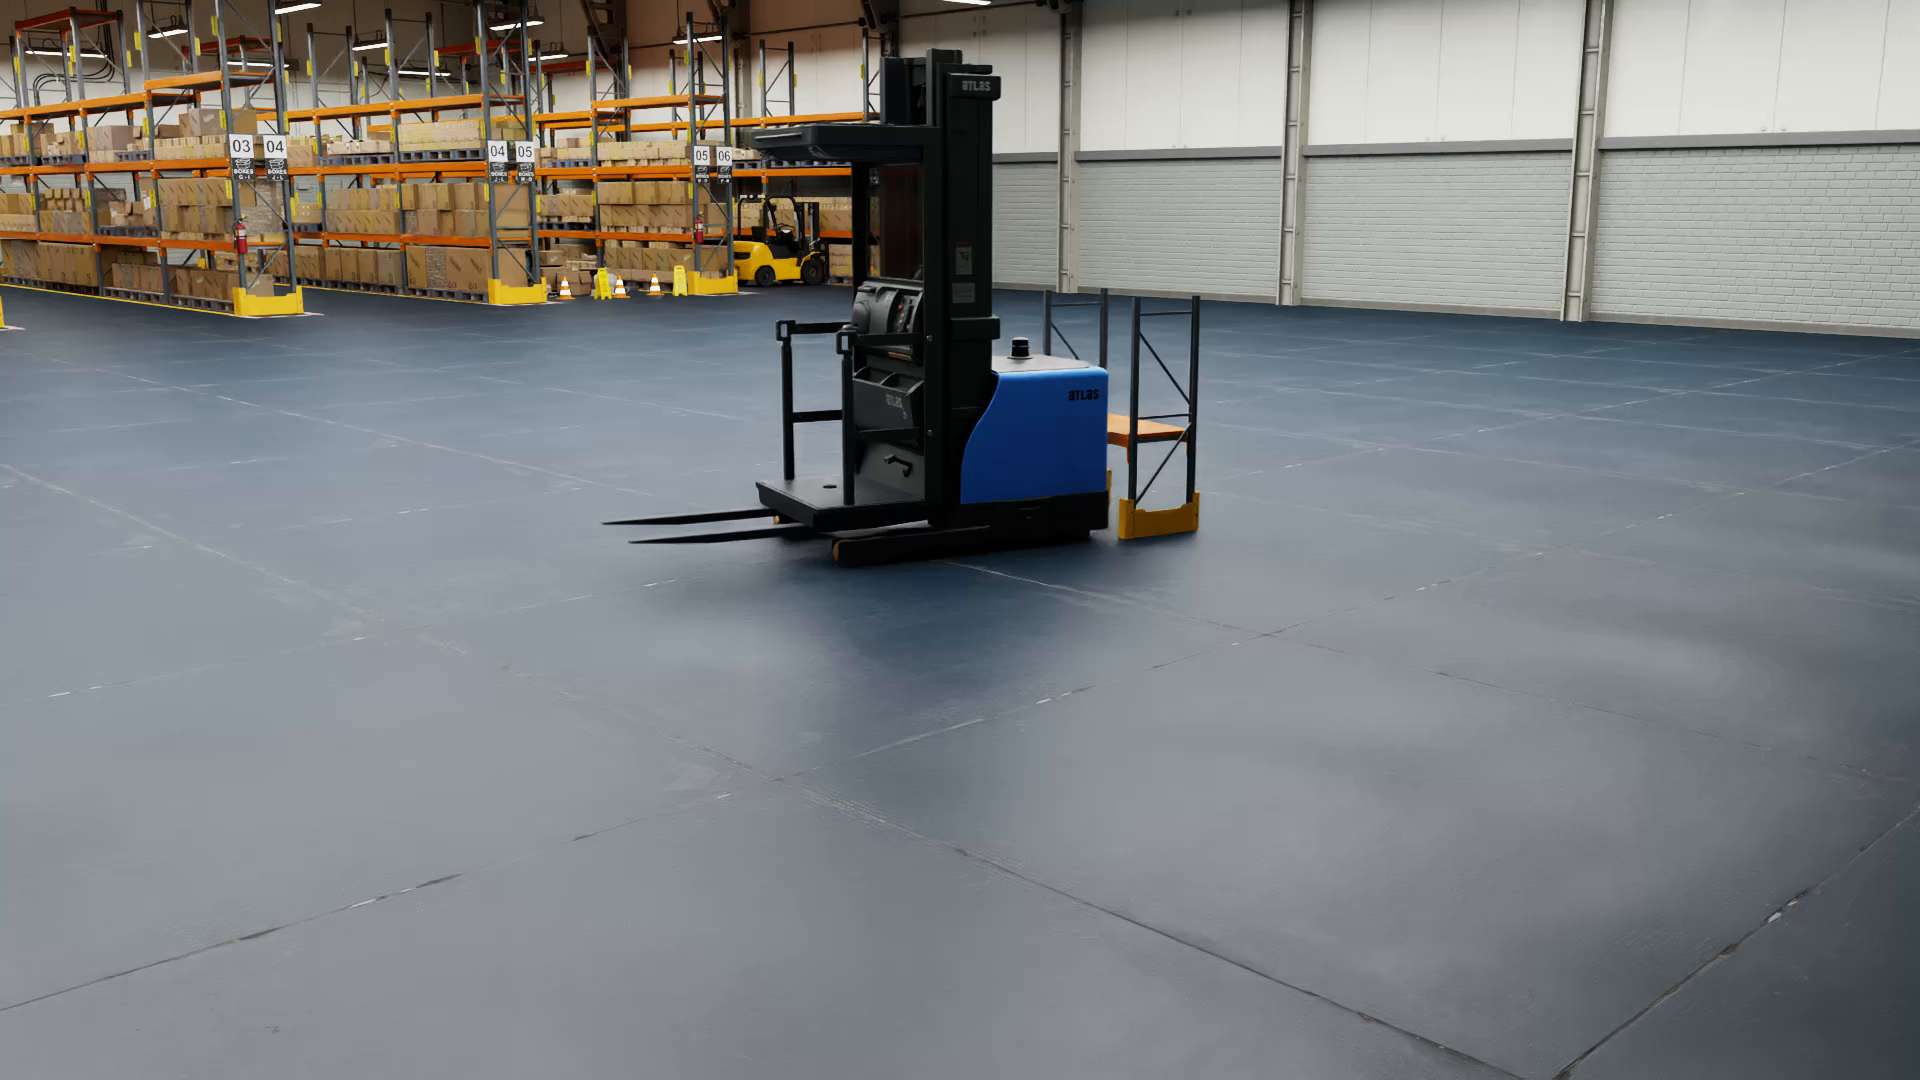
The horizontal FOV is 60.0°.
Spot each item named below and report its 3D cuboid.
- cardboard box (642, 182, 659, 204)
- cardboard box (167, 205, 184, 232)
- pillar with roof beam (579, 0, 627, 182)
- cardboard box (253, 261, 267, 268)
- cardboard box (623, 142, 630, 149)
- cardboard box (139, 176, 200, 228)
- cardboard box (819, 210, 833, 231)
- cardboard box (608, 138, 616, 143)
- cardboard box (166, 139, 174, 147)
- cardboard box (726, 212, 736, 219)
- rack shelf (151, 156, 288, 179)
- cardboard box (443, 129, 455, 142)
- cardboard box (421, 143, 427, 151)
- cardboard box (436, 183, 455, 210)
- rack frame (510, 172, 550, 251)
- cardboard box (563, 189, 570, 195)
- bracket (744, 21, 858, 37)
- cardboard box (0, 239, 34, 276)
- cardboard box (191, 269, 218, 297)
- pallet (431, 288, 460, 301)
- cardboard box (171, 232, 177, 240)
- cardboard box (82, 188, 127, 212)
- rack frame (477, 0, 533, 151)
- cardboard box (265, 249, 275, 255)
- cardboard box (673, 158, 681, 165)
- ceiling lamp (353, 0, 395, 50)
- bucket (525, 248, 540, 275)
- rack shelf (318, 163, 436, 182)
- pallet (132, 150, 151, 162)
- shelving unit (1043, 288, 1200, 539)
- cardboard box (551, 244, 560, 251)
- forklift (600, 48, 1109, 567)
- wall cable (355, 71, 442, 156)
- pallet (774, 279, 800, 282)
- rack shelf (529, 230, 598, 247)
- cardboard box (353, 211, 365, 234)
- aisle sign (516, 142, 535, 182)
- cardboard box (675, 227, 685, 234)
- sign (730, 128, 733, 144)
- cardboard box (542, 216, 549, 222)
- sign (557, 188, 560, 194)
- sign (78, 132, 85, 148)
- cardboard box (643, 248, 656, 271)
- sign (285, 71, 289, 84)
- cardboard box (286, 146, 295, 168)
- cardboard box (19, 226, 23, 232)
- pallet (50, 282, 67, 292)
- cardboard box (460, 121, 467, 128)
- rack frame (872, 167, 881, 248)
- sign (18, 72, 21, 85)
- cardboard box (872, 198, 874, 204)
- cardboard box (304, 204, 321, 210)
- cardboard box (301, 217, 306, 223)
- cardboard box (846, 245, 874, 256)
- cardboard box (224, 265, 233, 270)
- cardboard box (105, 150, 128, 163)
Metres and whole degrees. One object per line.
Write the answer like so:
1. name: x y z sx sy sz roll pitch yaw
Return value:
1. cardboard box: -6.766 -7.860 37.665 0.700 0.500 0.500 -11 16 -43
2. cardboard box: -14.828 -6.242 32.288 0.875 0.500 0.500 -11 16 -43
3. pillar with roof beam: -13.126 -12.005 46.383 9.100 9.000 0.548 -11 16 -43
4. cardboard box: -17.729 -7.000 42.241 0.380 0.149 0.250 -10 16 -41
5. cardboard box: -7.519 -9.080 38.265 0.250 0.149 0.380 11 16 43
6. cardboard box: -15.861 -6.834 33.622 1.000 1.000 1.000 -11 16 -42
7. cardboard box: -3.132 -7.924 41.194 0.500 0.500 0.500 -11 16 -44
8. cardboard box: -8.712 -9.639 40.421 0.500 0.250 0.500 -11 16 -44
9. cardboard box: -15.007 -7.628 31.951 0.380 0.149 0.250 -11 16 -42
10. cardboard box: -5.892 -8.629 43.995 0.500 0.250 0.500 -10 16 -41
11. rack shelf: -14.033 -7.024 31.420 1.077 0.370 4.000 -11 16 -43
12. cardboard box: -10.226 -8.267 34.016 0.500 0.250 0.500 -11 16 -43
13. cardboard box: -11.047 -8.228 34.813 0.380 0.149 0.250 -11 16 -43
14. cardboard box: -10.418 -7.181 34.785 0.875 0.550 0.500 -11 16 -43
15. rack frame: -11.009 -8.164 42.603 1.000 3.000 0.127 -11 16 -43
16. cardboard box: -9.420 -8.470 40.454 0.250 0.149 0.380 11 16 43
17. bracket: -4.048 -13.004 42.310 0.076 0.066 4.783 -11 16 -43
18. cardboard box: -23.201 -7.033 41.340 0.875 0.875 0.875 -11 16 -43
19. cardboard box: -14.766 -5.034 32.566 0.500 0.500 0.500 -5 13 -25
20. pallet: -10.442 -5.210 35.176 1.003 0.211 1.213 -11 16 -43
21. cardboard box: -15.127 -5.932 32.392 0.380 0.149 0.250 -11 16 -43
22. cardboard box: -18.670 -7.432 36.318 0.797 0.503 0.637 -10 15 -41
23. rack frame: -8.995 -9.230 32.911 1.000 3.000 0.127 -11 16 -43
24. cardboard box: -16.962 -7.247 41.449 0.500 0.250 0.500 11 16 43
25. cardboard box: -6.128 -8.387 36.877 0.380 0.149 0.250 -11 16 -42
26. ceiling lamp: -14.775 -14.119 42.174 0.800 3.185 2.000 -11 16 -43
27. bucket: -9.995 -6.318 37.990 0.726 0.611 0.620 -5 3 -23
28. rack shelf: -13.138 -8.284 37.537 1.077 0.370 4.000 -11 16 -43
29. pallet: -15.763 -7.681 33.293 1.213 0.211 1.003 -11 16 -43
30. shelving unit: 1.025 -0.863 10.882 0.587 1.500 1.083 -6 13 -29
31. cardboard box: -12.030 -8.772 50.711 0.700 0.500 0.500 -10 15 -40
32. forklift: -0.622 -1.400 9.942 3.031 2.935 1.130 -6 13 -25
33. wall cable: -18.079 -13.566 53.864 2.988 3.039 0.133 -11 16 -43
34. pallet: -4.140 -6.785 42.820 1.003 0.211 1.213 -11 16 -43
35. rack shelf: -9.628 -7.520 41.259 1.077 0.370 4.000 -11 16 -43
36. cardboard box: -13.361 -7.185 37.603 0.500 0.500 0.500 -11 16 -43
37. aisle sign: -8.729 -7.596 33.407 0.394 0.787 0.004 -11 16 -43
38. cardboard box: -6.152 -6.920 37.186 0.380 0.149 0.250 -11 16 -43
39. sign: -5.092 -8.969 36.913 0.100 0.325 0.005 -11 16 -43
40. cardboard box: -10.194 -8.014 41.456 0.380 0.149 0.250 -10 15 -39
41. sign: -12.531 -10.820 51.843 0.100 0.325 0.005 -11 16 -43
42. sign: -18.583 -8.468 35.168 0.100 0.325 0.005 -11 16 -43
43. cardboard box: -6.932 -6.453 38.217 0.500 0.500 0.500 11 16 44
44. sign: -16.884 -11.595 41.681 0.100 0.325 0.005 -11 16 -43
45. cardboard box: -15.794 -9.170 39.806 0.500 0.500 0.500 -11 16 -43
46. cardboard box: -22.097 -7.393 39.483 0.380 0.149 0.250 -11 16 -42
47. pallet: -20.351 -5.899 38.520 1.003 0.211 1.213 -11 16 -43
48. cardboard box: -9.821 -8.359 33.475 0.380 0.149 0.250 -11 16 -42
49. rack frame: -1.897 -7.689 40.296 1.000 3.000 0.127 -11 16 -43
50. sign: -23.299 -11.459 41.217 0.100 0.325 0.005 -11 16 -43
51. cardboard box: -2.297 -8.224 40.302 0.380 0.149 0.250 -11 16 -42
52. cardboard box: -15.189 -7.841 39.144 0.250 0.149 0.380 11 16 43
53. cardboard box: -15.363 -7.586 39.382 0.380 0.149 0.250 -11 16 -43
54. cardboard box: -2.440 -7.061 40.546 0.500 0.250 0.500 -10 15 -41
55. cardboard box: -19.046 -7.128 43.600 0.250 0.149 0.380 11 16 42
56. cardboard box: -17.320 -7.926 34.386 0.500 0.250 0.500 -10 16 -41
